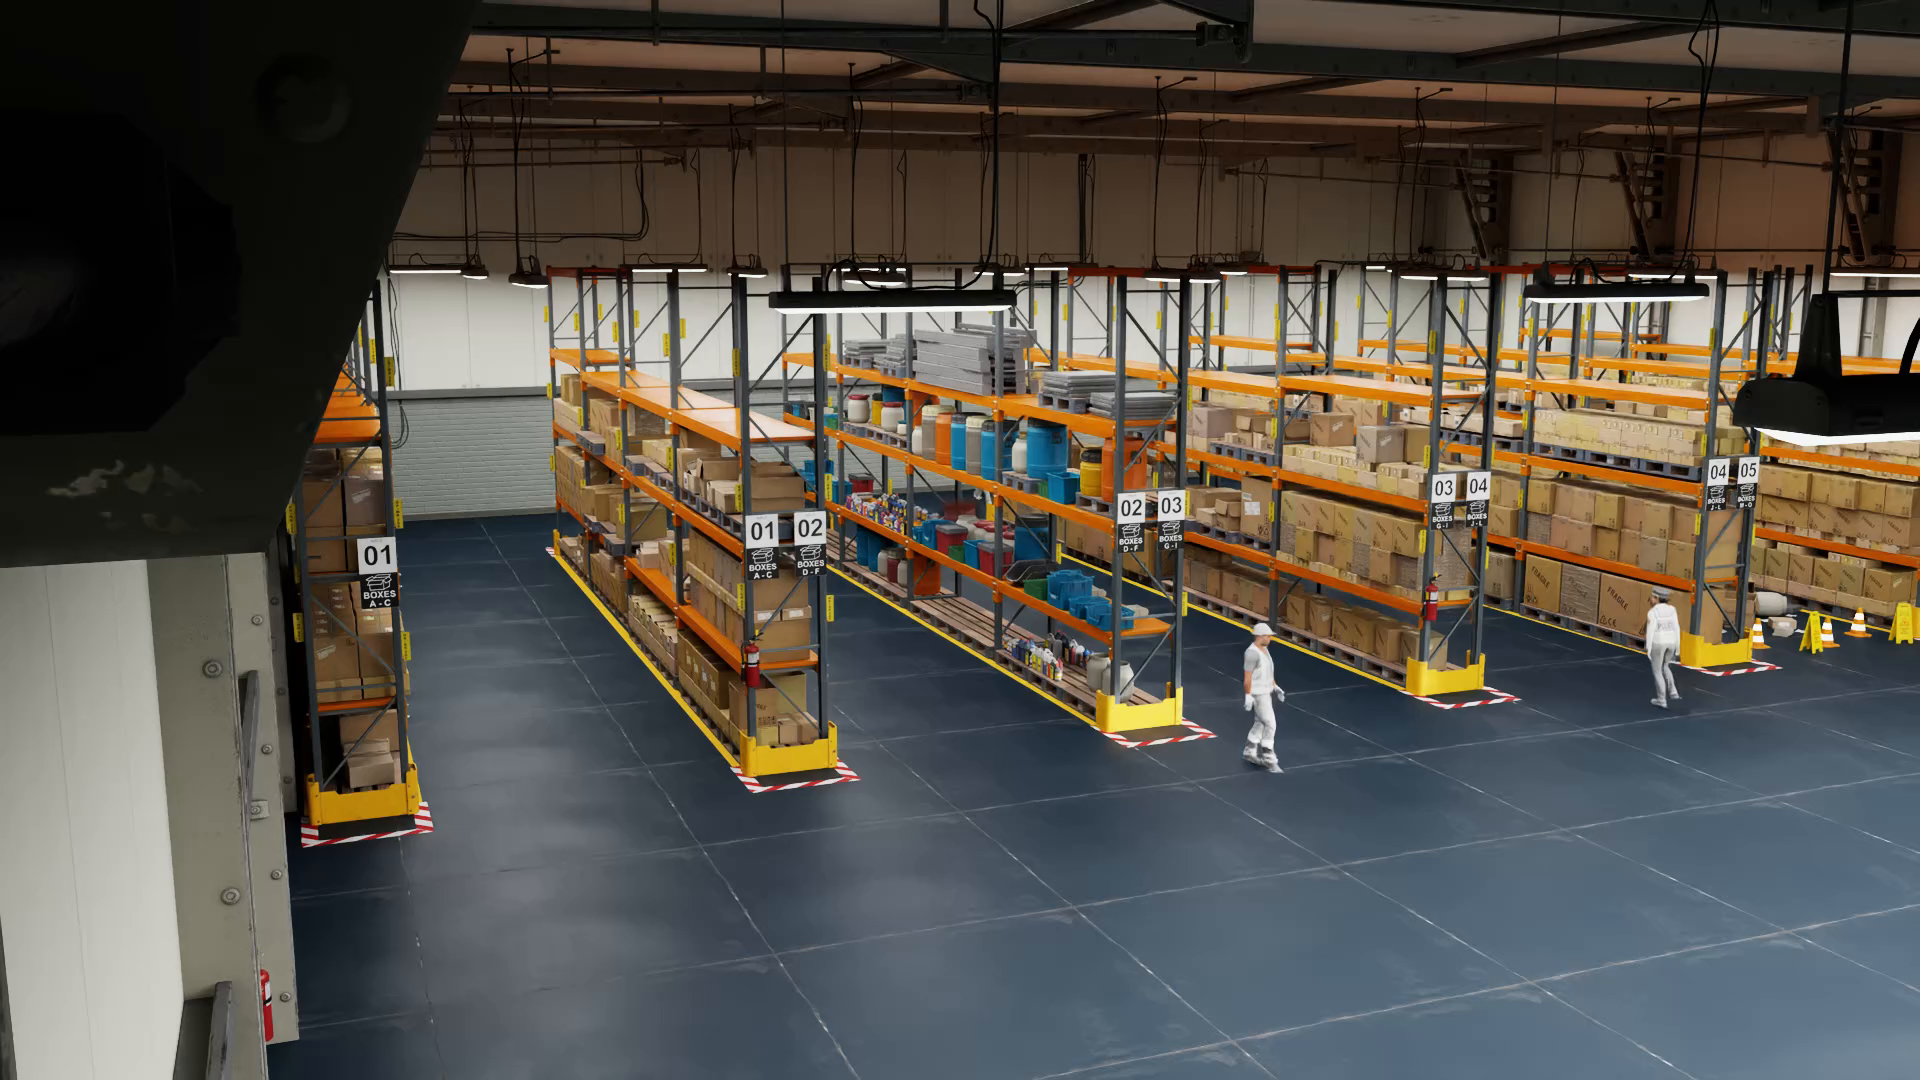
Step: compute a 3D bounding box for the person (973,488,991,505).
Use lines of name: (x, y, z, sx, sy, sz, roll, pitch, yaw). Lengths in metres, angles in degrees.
person: (0.609, -1.724, 41.732, 0.452, 1.622, 1.033, -7, 12, -36)

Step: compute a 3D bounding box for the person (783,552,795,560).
person: (-3.629, -0.433, 34.296, 0.465, 1.615, 0.994, -1, 10, -5)

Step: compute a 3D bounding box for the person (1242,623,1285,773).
person: (3.775, 1.941, 20.492, 0.584, 1.839, 0.565, 5, 11, 25)

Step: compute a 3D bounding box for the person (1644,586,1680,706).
person: (9.828, 1.493, 23.260, 0.520, 1.662, 0.447, -2, 10, -11)
